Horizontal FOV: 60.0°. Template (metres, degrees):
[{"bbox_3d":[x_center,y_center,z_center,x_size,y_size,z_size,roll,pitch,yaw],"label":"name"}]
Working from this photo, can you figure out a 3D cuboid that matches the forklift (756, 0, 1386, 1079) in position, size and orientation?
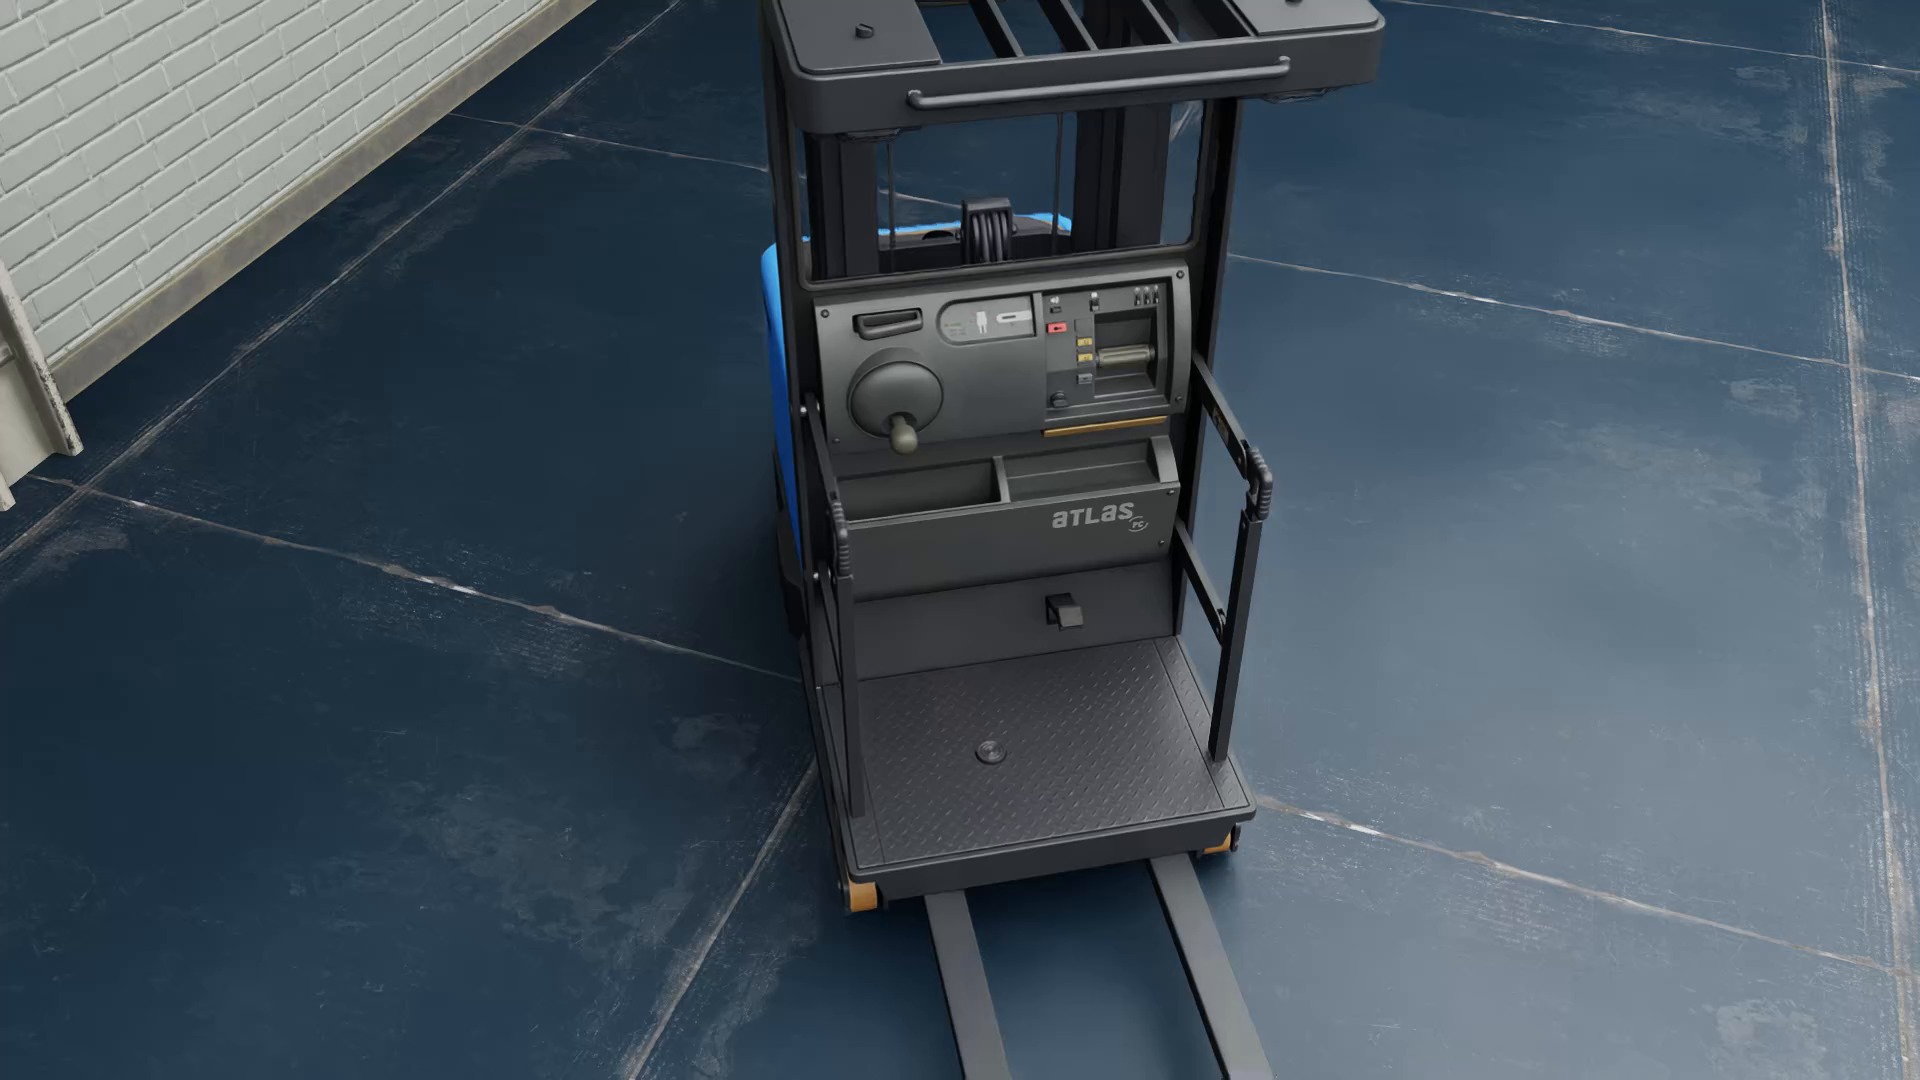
[{"bbox_3d":[0.160,-0.366,3.921,1.130,2.935,3.031,-8,41,-9],"label":"forklift"}]

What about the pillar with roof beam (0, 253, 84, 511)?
[{"bbox_3d":[0.598,-2.723,2.008,9.100,9.000,0.400,13,42,15],"label":"pillar with roof beam"}]
